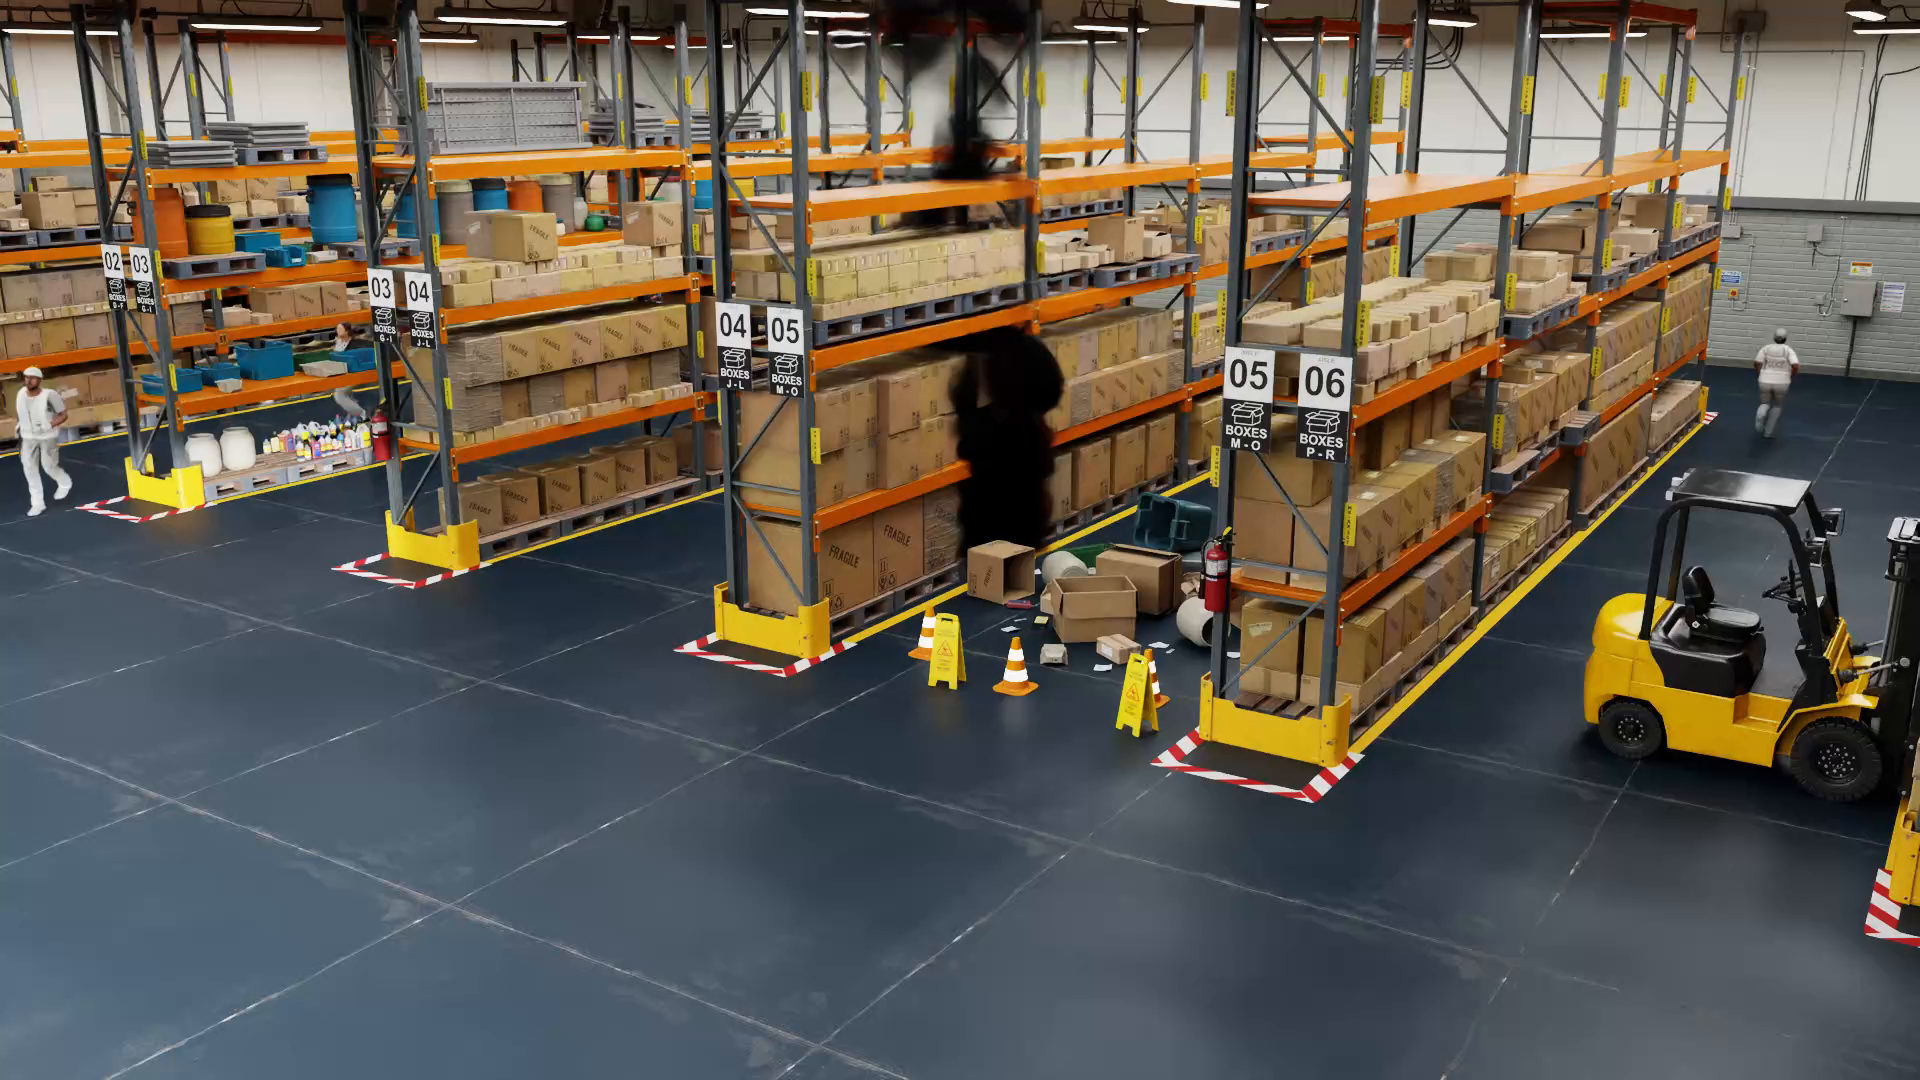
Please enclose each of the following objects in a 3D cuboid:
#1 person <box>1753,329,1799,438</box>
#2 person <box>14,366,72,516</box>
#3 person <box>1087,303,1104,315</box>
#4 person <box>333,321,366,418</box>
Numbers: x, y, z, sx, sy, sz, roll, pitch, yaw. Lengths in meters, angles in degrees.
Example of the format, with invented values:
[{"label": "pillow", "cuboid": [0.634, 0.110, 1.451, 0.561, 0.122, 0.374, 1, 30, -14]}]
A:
[{"label": "person", "cuboid": [11.946, -2.271, 24.402, 0.609, 1.648, 0.626, 12, 19, 36]}, {"label": "person", "cuboid": [-11.258, -1.253, 20.397, 0.694, 1.768, 0.870, 0, 16, -2]}, {"label": "person", "cuboid": [2.231, -3.077, 27.019, 0.672, 1.746, 0.657, 9, 18, 30]}, {"label": "person", "cuboid": [-9.210, -2.459, 24.953, 0.543, 1.634, 0.618, 11, 19, 36]}]
